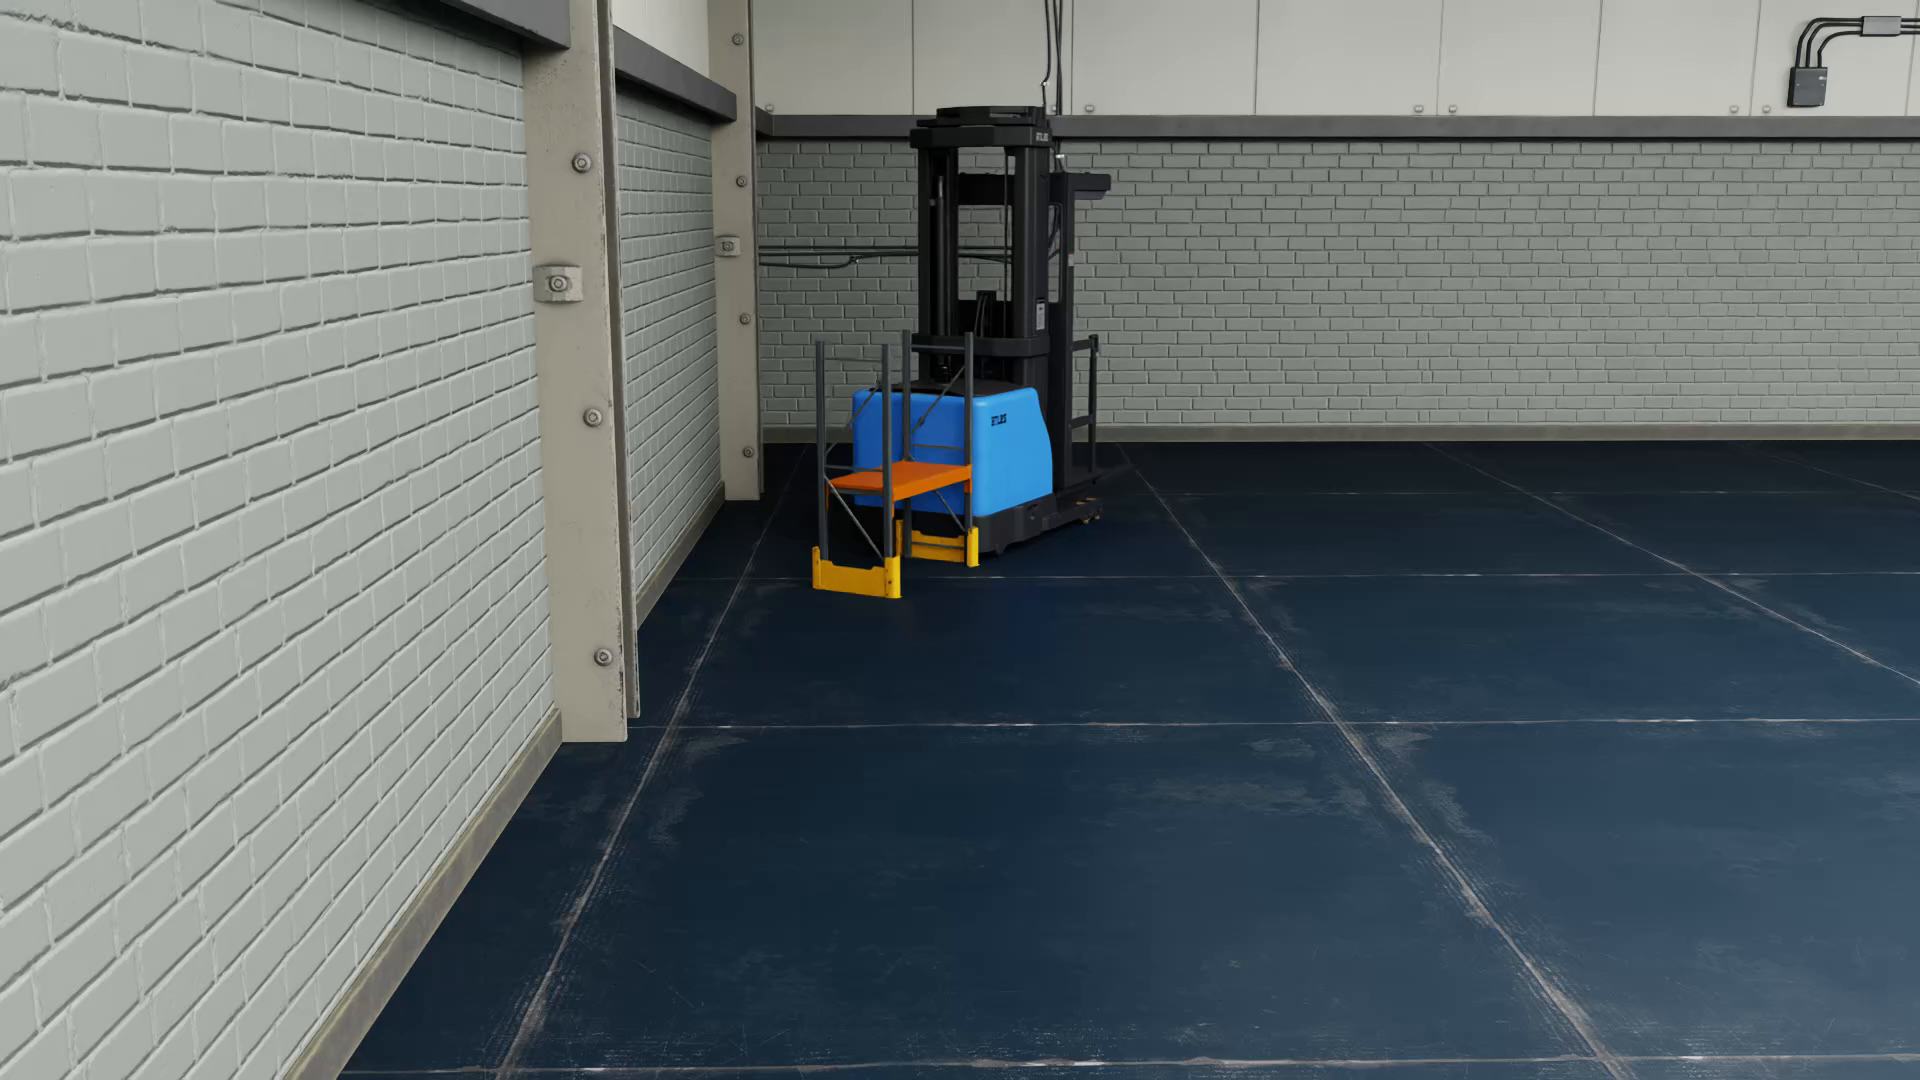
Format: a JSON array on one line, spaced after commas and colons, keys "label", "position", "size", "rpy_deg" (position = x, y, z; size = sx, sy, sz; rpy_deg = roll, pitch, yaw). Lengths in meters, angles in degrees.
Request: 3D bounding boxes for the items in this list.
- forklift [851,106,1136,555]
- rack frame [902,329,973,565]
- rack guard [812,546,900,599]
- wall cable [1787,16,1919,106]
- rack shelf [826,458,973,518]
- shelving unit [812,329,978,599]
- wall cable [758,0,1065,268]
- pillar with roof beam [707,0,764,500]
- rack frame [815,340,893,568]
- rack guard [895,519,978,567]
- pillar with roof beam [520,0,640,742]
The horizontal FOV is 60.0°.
[{"label": "forklift", "position": [0.408, -1.588, 12.014], "size": [1.130, 2.935, 3.031], "rpy_deg": [6, 13, 28]}, {"label": "rack frame", "position": [-0.144, -0.597, 10.728], "size": [0.500, 1.500, 0.032], "rpy_deg": [6, 13, 28]}, {"label": "rack guard", "position": [-0.626, 0.194, 9.976], "size": [0.587, 0.250, 0.087], "rpy_deg": [6, 13, 28]}, {"label": "wall cable", "position": [9.013, -7.058, 15.164], "size": [2.305, 6.003, 0.169], "rpy_deg": [0, 11, -1]}, {"label": "rack shelf", "position": [-0.385, -0.331, 10.325], "size": [0.538, 0.185, 1.000], "rpy_deg": [6, 13, 28]}, {"label": "shelving unit", "position": [-0.390, -0.506, 10.281], "size": [0.587, 1.500, 1.083], "rpy_deg": [6, 13, 28]}, {"label": "wall cable", "position": [-0.478, -3.834, 15.634], "size": [3.097, 2.526, 0.112], "rpy_deg": [0, 11, -1]}, {"label": "pillar with roof beam", "position": [2.565, -4.782, 12.499], "size": [9.100, 9.000, 0.400], "rpy_deg": [0, 11, -1]}, {"label": "rack frame", "position": [-0.626, -0.419, 9.850], "size": [0.500, 1.500, 0.032], "rpy_deg": [6, 13, 28]}, {"label": "rack guard", "position": [-0.154, 0.019, 10.835], "size": [0.587, 0.250, 0.087], "rpy_deg": [6, 13, 28]}, {"label": "pillar with roof beam", "position": [2.689, -3.590, 6.620], "size": [9.100, 9.000, 0.400], "rpy_deg": [0, 11, -1]}]
